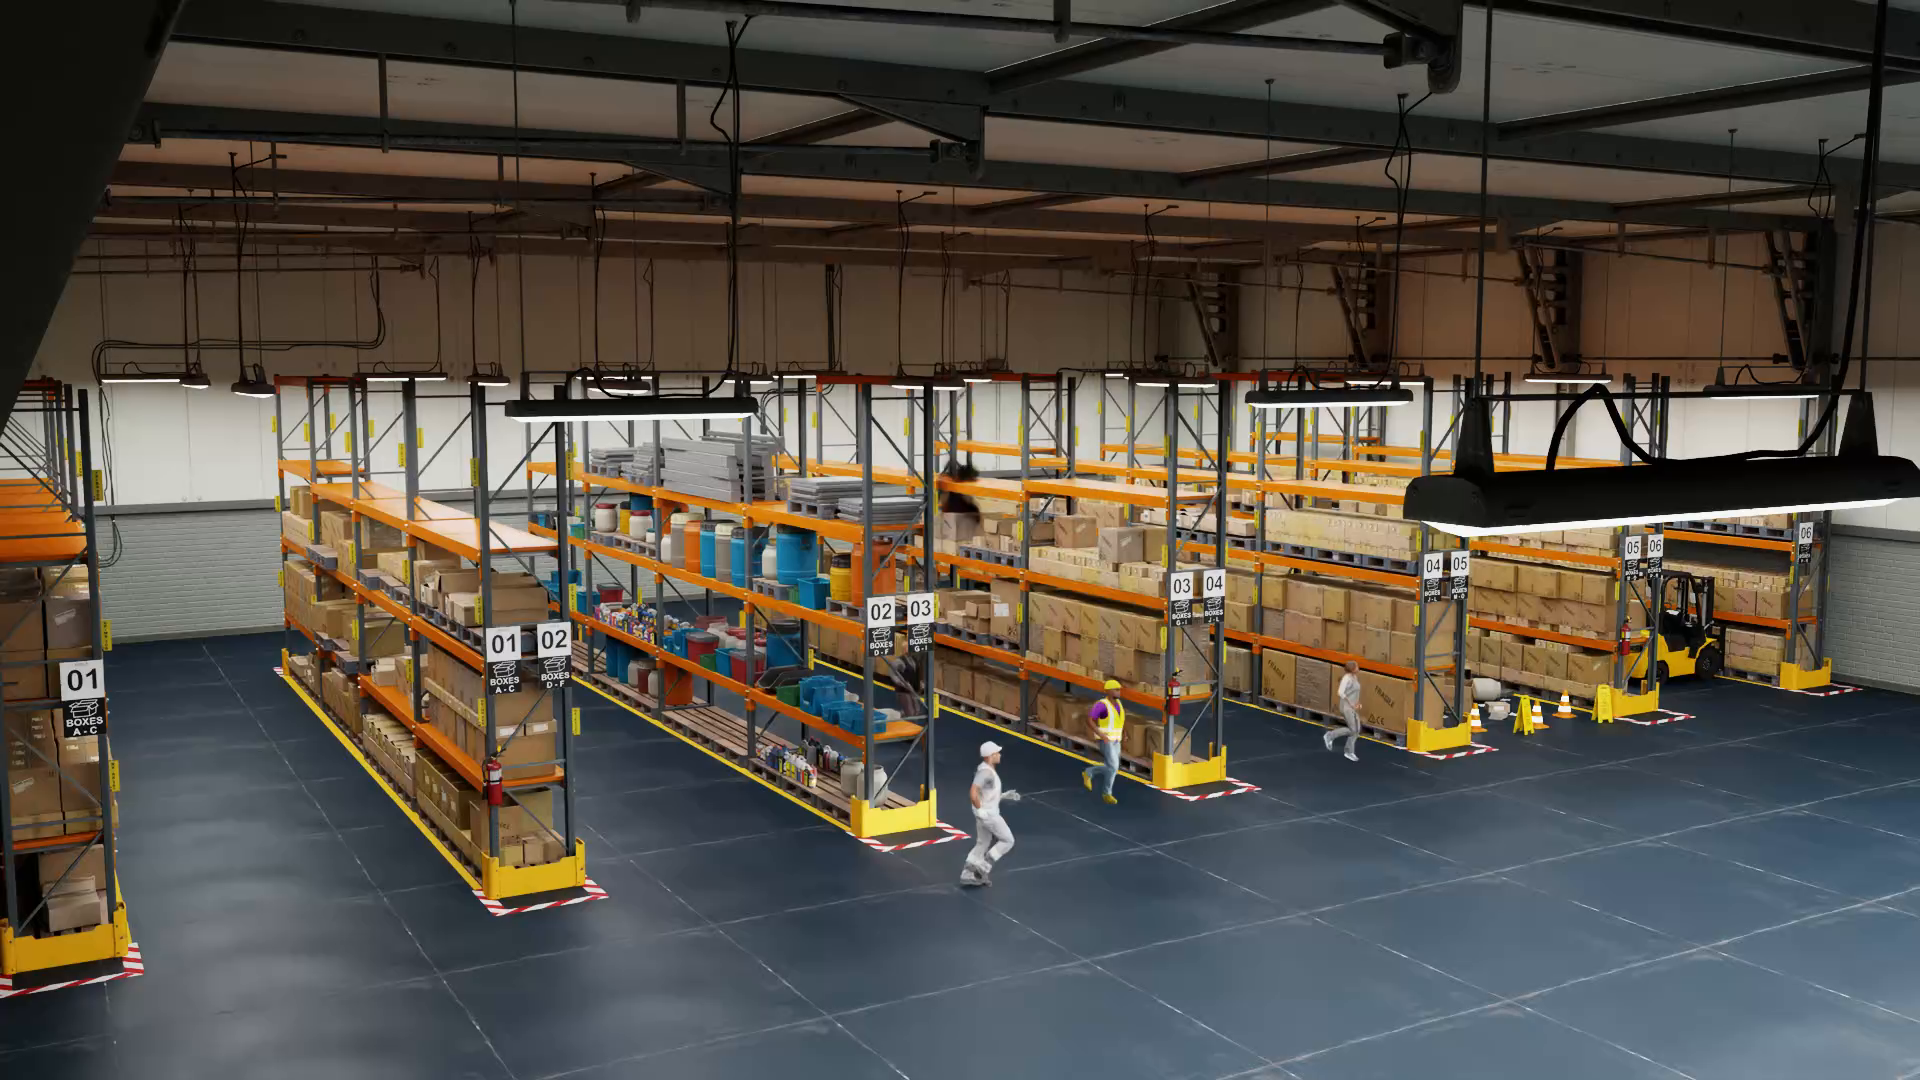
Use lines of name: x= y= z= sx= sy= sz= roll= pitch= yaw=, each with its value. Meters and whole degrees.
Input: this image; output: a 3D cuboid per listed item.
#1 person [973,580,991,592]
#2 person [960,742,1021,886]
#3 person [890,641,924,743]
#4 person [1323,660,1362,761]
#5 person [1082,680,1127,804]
person: x=0.661 y=0.898 z=41.866 sx=0.692 sy=1.764 sz=0.773 roll=3 pitch=7 yaw=29
person: x=0.375 y=3.272 z=19.867 sx=0.739 sy=1.738 sz=0.654 roll=-1 pitch=6 yaw=-6
person: x=-0.879 y=2.500 z=27.409 sx=0.580 sy=1.677 sz=0.646 roll=5 pitch=8 yaw=38
person: x=6.136 y=2.687 z=26.466 sx=0.599 sy=1.580 sz=0.576 roll=4 pitch=7 yaw=30
person: x=2.112 y=2.867 z=23.998 sx=0.711 sy=1.717 sz=0.776 roll=5 pitch=8 yaw=40
